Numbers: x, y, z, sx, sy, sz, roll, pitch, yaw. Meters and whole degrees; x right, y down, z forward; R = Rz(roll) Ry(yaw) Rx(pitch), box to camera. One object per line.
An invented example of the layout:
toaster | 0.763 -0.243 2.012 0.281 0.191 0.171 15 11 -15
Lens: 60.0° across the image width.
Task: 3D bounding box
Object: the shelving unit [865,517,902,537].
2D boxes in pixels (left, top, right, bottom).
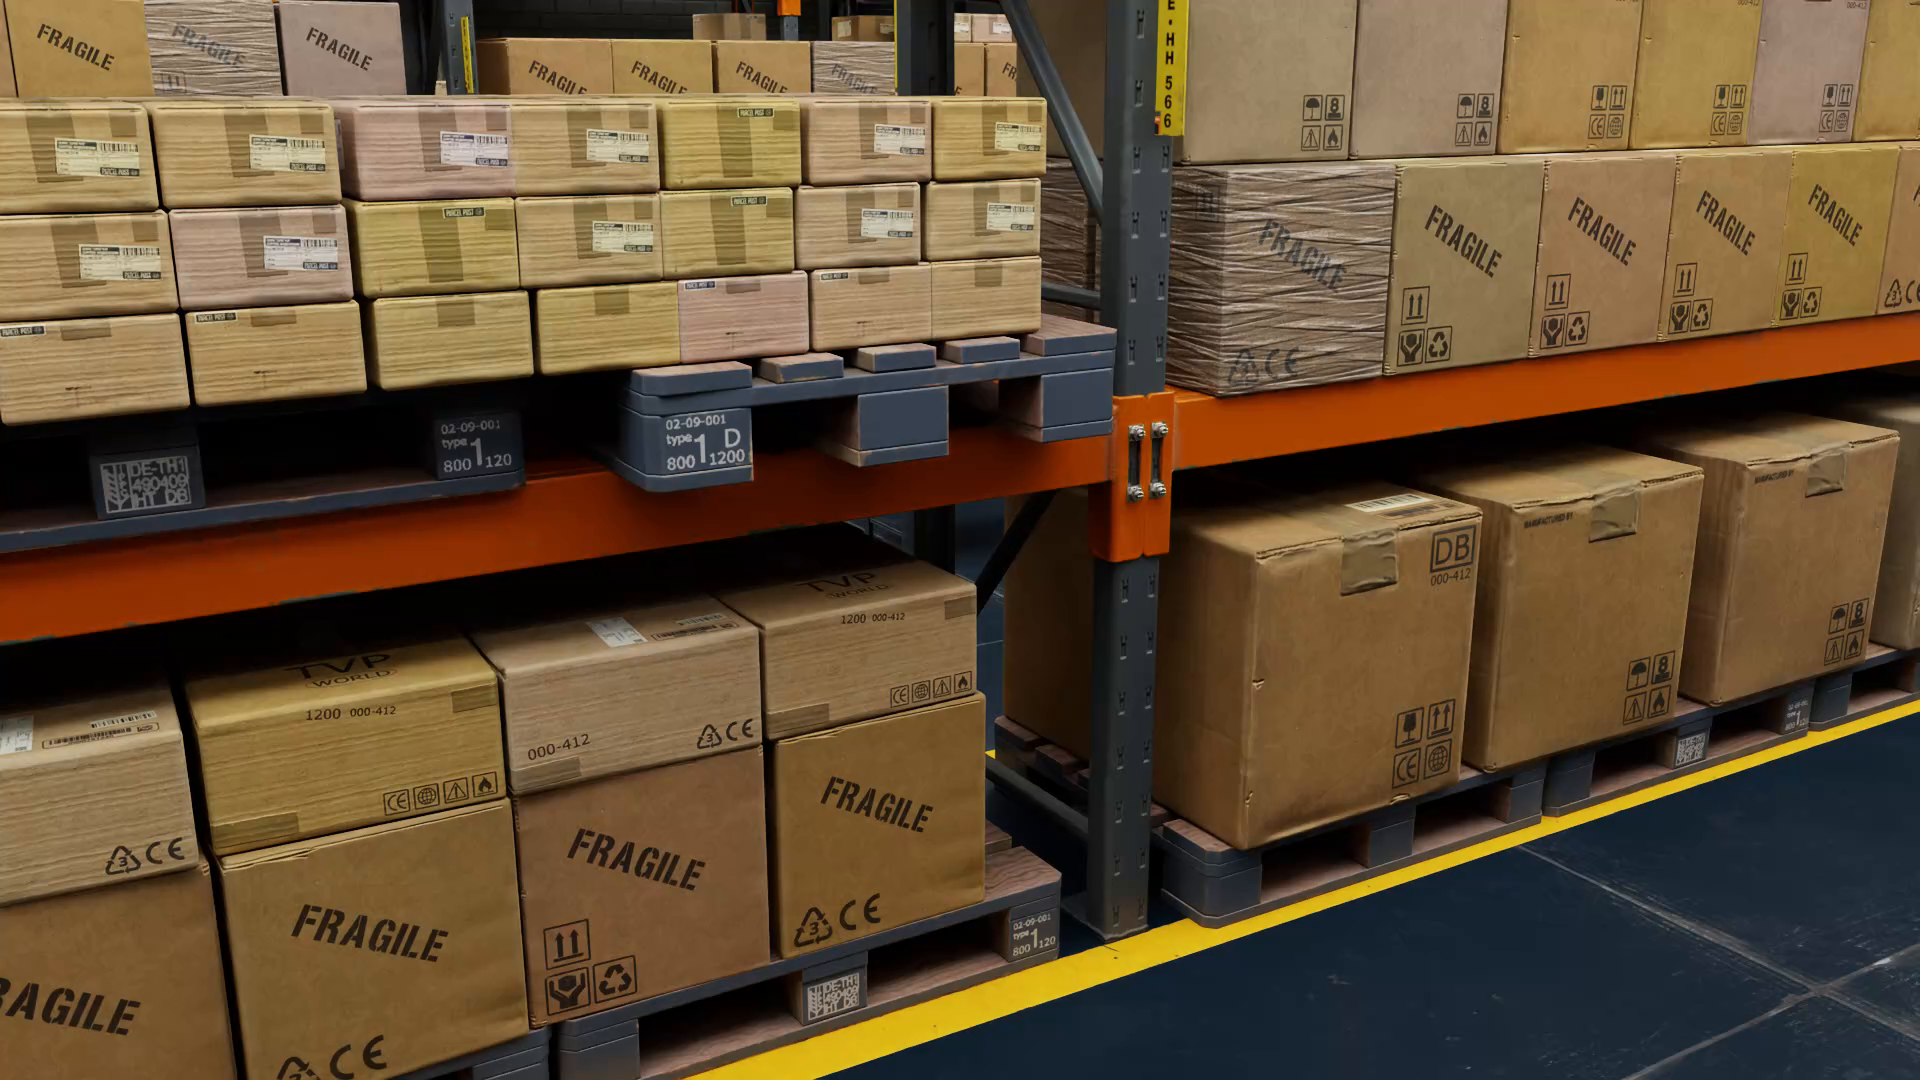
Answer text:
shelving unit | 0.006 -0.723 7.211 0.755 1.500 0.431 -9 18 -30

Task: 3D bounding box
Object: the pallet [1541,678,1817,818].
pallet | 1.905 0.479 5.310 1.213 0.211 1.003 -9 18 -30

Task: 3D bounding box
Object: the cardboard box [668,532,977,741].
cardboard box | -0.306 0.193 3.628 0.500 0.250 0.500 -10 18 -31

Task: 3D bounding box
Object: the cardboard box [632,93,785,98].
cardboard box | -0.579 -0.913 3.696 0.250 0.149 0.380 -10 18 -31

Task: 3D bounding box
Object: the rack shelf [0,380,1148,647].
rack shelf | -1.569 0.021 3.109 4.000 0.370 1.077 -9 18 -30

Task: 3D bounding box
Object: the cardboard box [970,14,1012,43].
cardboard box | 0.075 -2.781 9.057 0.250 0.149 0.380 -10 18 -31

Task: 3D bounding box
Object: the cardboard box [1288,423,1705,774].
cardboard box | 1.461 0.092 4.915 0.750 0.750 1.050 -9 18 -29

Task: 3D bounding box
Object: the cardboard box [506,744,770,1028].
cardboard box | -0.731 0.622 3.488 0.500 0.500 0.500 -8 18 -27

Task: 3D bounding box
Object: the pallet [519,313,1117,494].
pallet | -0.411 -0.387 3.589 1.003 0.211 1.213 -9 18 -30

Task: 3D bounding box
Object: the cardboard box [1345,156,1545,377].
cardboard box | 1.104 -0.723 4.245 0.500 0.500 0.500 -9 18 -30

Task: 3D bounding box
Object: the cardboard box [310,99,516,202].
cardboard box | -0.916 -0.656 2.777 0.250 0.149 0.380 -9 18 -30

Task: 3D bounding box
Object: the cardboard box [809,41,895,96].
cardboard box | -0.658 -2.354 8.736 0.500 0.500 0.500 -10 19 -32

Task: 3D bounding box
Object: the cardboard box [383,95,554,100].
cardboard box | -1.019 -0.844 3.447 0.250 0.149 0.380 -10 19 -32

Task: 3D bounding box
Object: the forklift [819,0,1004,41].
forklift | -0.333 -2.917 12.387 1.130 2.935 3.031 7 17 22

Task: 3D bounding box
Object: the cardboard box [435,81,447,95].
cardboard box | -3.972 -3.337 12.371 0.250 0.149 0.380 -9 18 -29

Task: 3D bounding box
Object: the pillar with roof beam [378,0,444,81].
pillar with roof beam | -2.180 -5.165 9.162 0.400 9.000 9.100 -9 18 -30

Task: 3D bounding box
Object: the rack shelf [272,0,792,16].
rack shelf | -3.336 -4.258 12.819 4.000 0.370 1.077 -9 18 -30

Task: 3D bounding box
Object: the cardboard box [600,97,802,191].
cardboard box | -0.480 -0.726 3.027 0.250 0.149 0.380 -9 18 -28

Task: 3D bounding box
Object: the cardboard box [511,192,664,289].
cardboard box | -0.710 -0.544 2.930 0.250 0.149 0.380 -9 18 -30

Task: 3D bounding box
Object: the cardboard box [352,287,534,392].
cardboard box | -0.920 -0.368 2.852 0.250 0.149 0.380 -10 19 -32

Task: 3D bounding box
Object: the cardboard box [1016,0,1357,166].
cardboard box | 0.535 -1.193 4.070 0.500 0.500 0.700 -9 18 -30

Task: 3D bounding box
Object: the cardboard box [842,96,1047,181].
cardboard box | -0.039 -0.797 3.280 0.250 0.149 0.380 -10 19 -32

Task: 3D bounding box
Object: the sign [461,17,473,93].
sign | -2.202 -2.164 7.427 0.005 0.325 0.100 -9 18 -30

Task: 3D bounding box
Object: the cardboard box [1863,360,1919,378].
cardboard box | 4.149 -0.410 6.472 0.875 0.875 0.875 -9 18 -29

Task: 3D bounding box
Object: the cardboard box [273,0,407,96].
cardboard box | -2.799 -2.132 7.419 0.500 0.500 0.500 -10 18 -31

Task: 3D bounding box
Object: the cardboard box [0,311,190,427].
cardboard box | -1.375 -0.294 2.588 0.250 0.149 0.380 -10 19 -32

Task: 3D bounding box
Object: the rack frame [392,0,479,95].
rack frame | -2.490 -1.734 8.040 0.127 3.000 1.000 -9 18 -30

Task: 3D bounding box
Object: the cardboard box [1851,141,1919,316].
cardboard box | 2.831 -1.003 5.244 0.500 0.500 0.500 -9 18 -30

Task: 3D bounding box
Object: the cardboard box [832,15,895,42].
cardboard box | -0.525 -2.838 9.260 0.250 0.149 0.380 -8 18 -27

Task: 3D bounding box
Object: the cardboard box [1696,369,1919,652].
cardboard box | 3.088 -0.171 5.853 0.750 0.750 1.050 -9 18 -30

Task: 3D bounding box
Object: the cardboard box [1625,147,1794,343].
cardboard box | 1.964 -0.861 4.740 0.500 0.500 0.500 -9 18 -30

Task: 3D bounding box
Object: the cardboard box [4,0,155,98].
cardboard box | -3.664 -1.991 6.917 0.500 0.500 0.500 -9 18 -30

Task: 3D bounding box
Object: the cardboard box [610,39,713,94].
cardboard box | -1.543 -2.211 8.226 0.500 0.500 0.500 -8 18 -27

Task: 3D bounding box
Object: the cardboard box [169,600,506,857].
cardboard box | -1.177 0.333 3.130 0.500 0.250 0.500 -9 18 -28

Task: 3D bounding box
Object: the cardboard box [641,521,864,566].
cardboard box | -0.570 0.077 4.042 0.500 0.250 0.500 -10 19 -32

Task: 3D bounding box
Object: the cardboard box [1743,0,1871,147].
cardboard box | 2.278 -1.476 5.081 0.500 0.500 0.700 -9 18 -29

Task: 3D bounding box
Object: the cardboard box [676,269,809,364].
cardboard box | -0.475 -0.440 3.108 0.250 0.149 0.380 -9 18 -29

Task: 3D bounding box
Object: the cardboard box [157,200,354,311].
cardboard box | -1.148 -0.474 2.679 0.250 0.149 0.380 -9 18 -28

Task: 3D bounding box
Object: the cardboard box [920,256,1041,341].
cardboard box | -0.041 -0.509 3.357 0.250 0.149 0.380 -9 18 -29

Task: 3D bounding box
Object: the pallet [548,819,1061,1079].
pallet | -0.525 0.848 3.994 1.213 0.211 1.003 -9 18 -30

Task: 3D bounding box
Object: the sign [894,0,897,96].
sign | -0.143 -1.289 4.304 0.005 0.325 0.100 -9 18 -30

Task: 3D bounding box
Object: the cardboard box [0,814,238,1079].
cardboard box | -1.619 0.763 2.983 0.500 0.500 0.500 -9 18 -29

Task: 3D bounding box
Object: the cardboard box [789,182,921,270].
cardboard box | -0.271 -0.616 3.187 0.250 0.149 0.380 -8 18 -28

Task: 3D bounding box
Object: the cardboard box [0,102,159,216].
cardboard box | -1.372 -0.581 2.512 0.250 0.149 0.380 -9 18 -28

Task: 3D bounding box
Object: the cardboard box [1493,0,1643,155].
cardboard box | 1.407 -1.335 4.578 0.500 0.500 0.700 -10 18 -31

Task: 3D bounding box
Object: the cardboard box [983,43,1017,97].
cardboard box | 0.236 -2.497 9.247 0.500 0.500 0.500 -9 18 -29

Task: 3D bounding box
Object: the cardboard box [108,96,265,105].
cardboard box | -1.476 -0.768 3.179 0.250 0.149 0.380 -9 18 -28

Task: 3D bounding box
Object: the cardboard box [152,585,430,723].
cardboard box | -1.436 0.213 3.555 0.500 0.250 0.500 -9 18 -29
